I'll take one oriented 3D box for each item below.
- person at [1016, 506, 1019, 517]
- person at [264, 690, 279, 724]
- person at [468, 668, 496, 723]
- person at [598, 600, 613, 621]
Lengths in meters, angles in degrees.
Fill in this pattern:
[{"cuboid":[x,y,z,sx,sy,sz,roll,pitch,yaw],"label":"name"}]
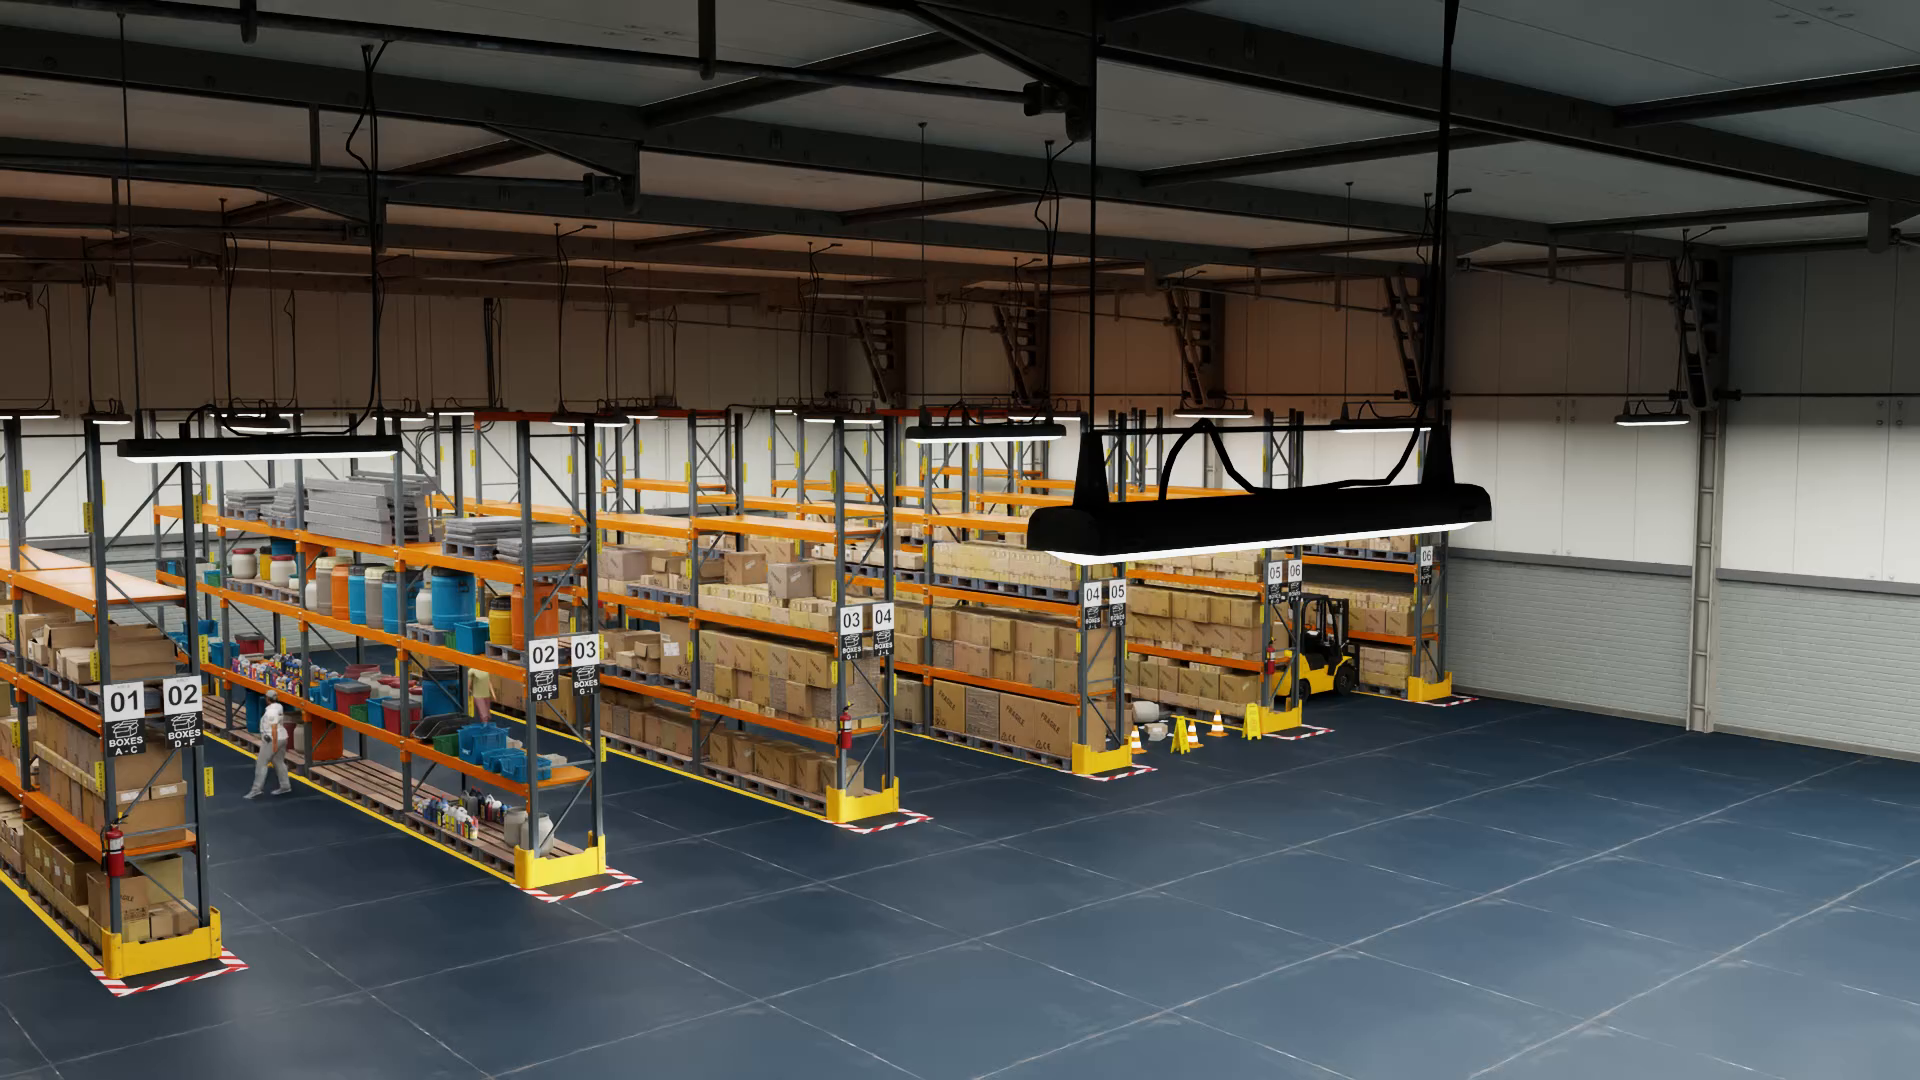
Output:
[{"cuboid":[-5.362,1.589,30.581,26.979,2.716,10.477,-4,7,-40],"label":"person"},{"cuboid":[-10.879,2.728,26.296,0.300,0.722,0.498,0,5,-3],"label":"person"},{"cuboid":[-8.545,2.874,29.978,0.725,1.668,0.466,3,6,32],"label":"person"},{"cuboid":[-8.940,1.814,41.411,0.552,1.627,0.731,1,5,10],"label":"person"}]
